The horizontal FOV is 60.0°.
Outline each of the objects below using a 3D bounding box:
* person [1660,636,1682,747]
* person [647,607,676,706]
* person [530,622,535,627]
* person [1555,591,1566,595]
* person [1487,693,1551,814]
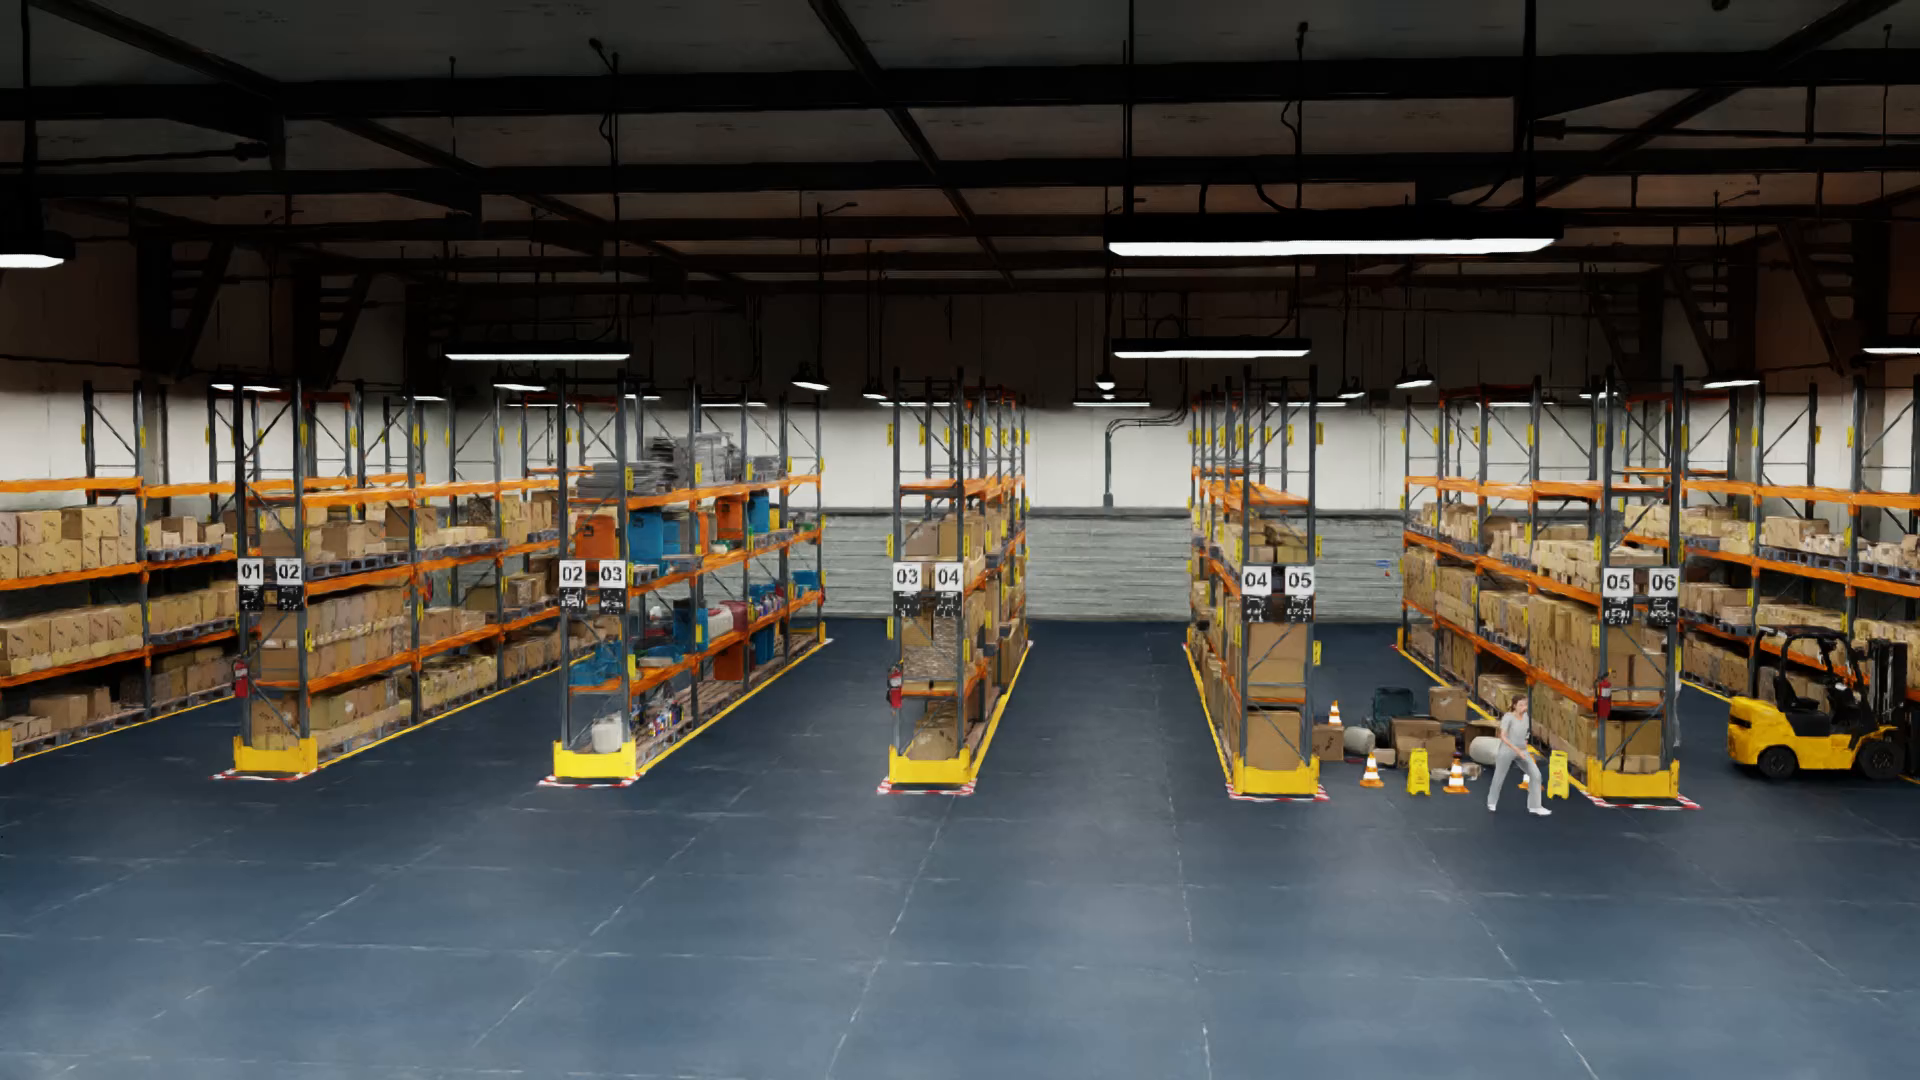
[{"bbox_3d":[11.432,2.431,26.932,0.580,1.763,0.673,3,4,38],"label":"person"},{"bbox_3d":[-5.330,2.073,29.598,0.521,1.785,0.567,-1,4,-15],"label":"person"},{"bbox_3d":[-10.455,1.735,40.161,0.415,1.517,1.041,0,4,3],"label":"person"},{"bbox_3d":[14.200,1.732,38.945,0.682,1.715,0.542,0,4,4],"label":"person"},{"bbox_3d":[7.366,2.820,22.044,0.608,1.610,0.790,-1,4,-15],"label":"person"}]
